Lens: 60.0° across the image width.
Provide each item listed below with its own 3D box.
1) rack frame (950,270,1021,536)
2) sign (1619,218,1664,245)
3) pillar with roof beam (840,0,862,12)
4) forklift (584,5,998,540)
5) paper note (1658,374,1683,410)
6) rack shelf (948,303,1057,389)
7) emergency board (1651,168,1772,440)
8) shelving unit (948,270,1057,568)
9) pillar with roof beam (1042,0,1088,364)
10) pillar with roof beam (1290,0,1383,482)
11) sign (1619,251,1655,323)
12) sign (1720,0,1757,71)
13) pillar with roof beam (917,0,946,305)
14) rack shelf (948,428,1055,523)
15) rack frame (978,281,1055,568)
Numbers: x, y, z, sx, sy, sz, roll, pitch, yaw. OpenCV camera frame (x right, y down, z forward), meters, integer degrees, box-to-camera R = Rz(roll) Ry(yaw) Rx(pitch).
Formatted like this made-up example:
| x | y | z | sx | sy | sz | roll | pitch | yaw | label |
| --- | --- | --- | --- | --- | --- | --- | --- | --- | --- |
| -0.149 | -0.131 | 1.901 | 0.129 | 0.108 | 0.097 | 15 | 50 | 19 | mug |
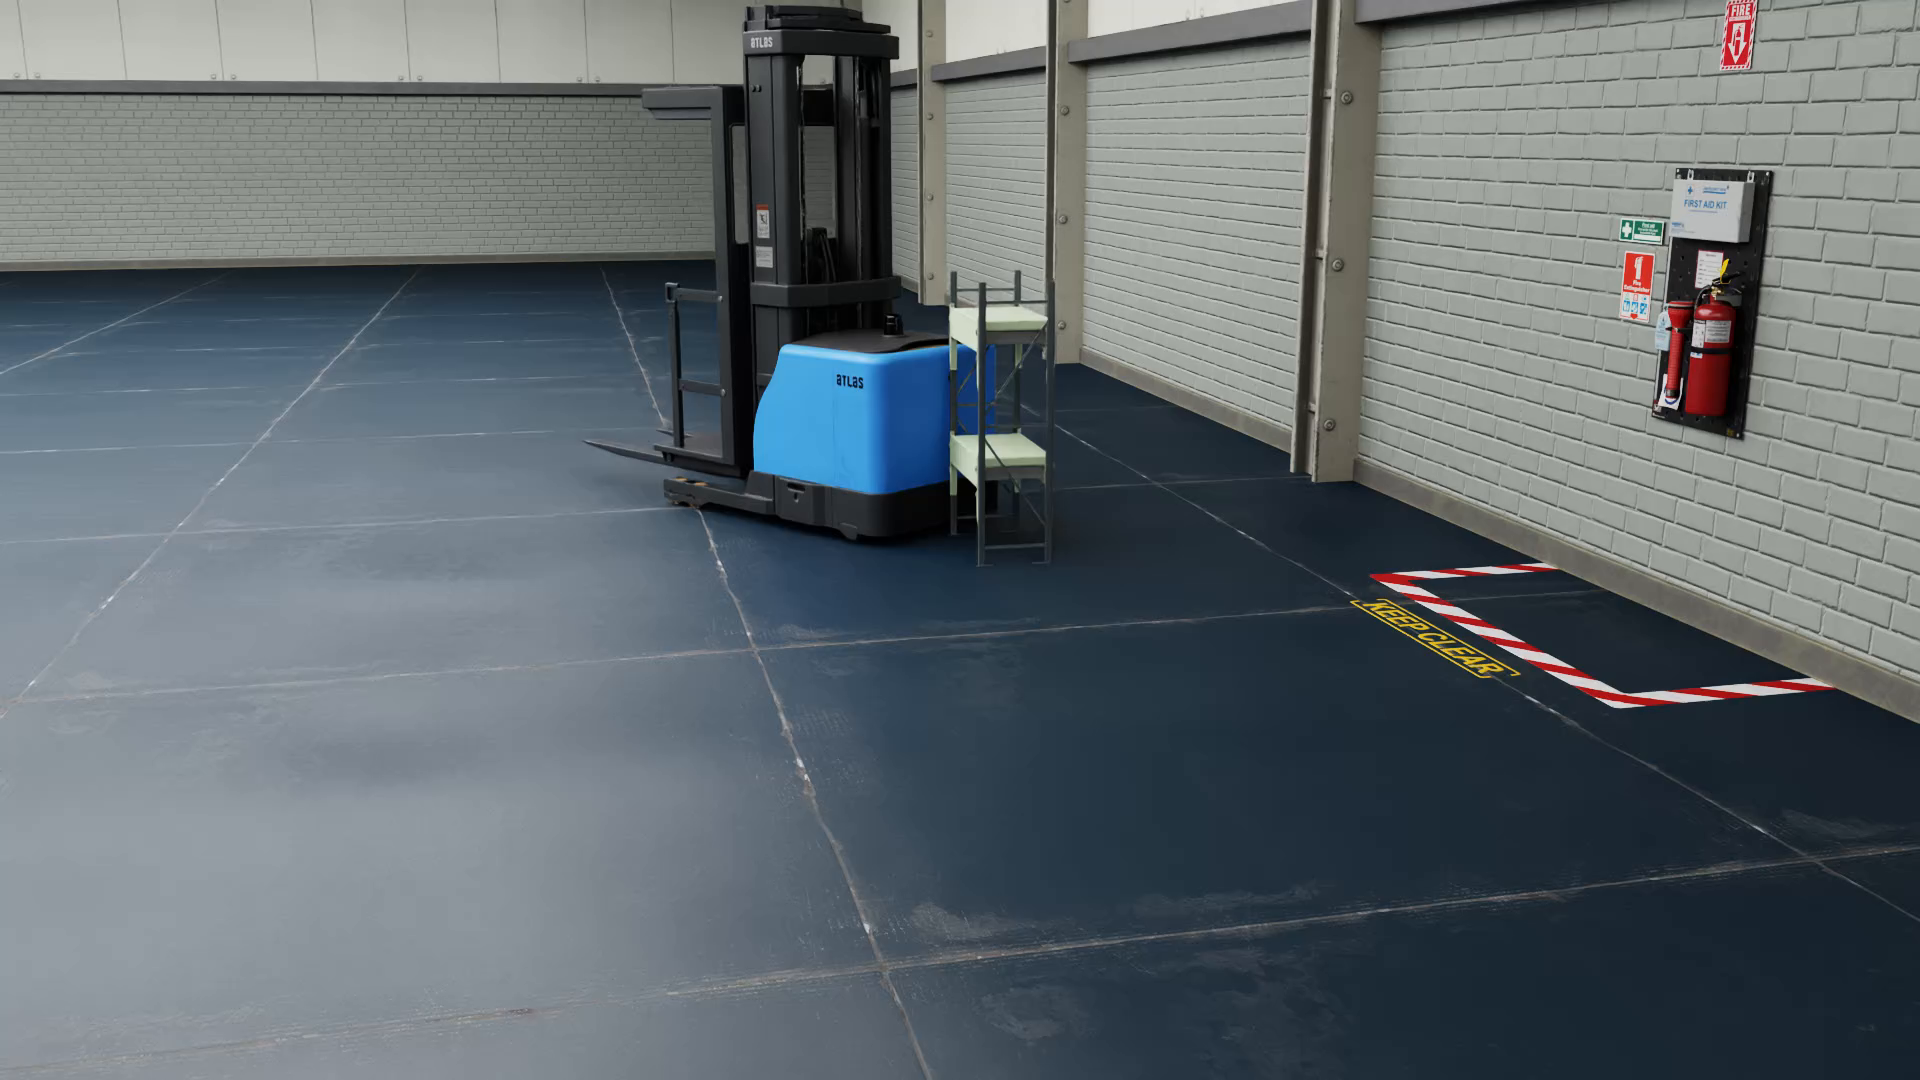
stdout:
| x | y | z | sx | sy | sz | roll | pitch | yaw | label |
| --- | --- | --- | --- | --- | --- | --- | --- | --- | --- |
| 0.143 | -0.763 | 9.390 | 0.400 | 1.500 | 0.023 | -3 | 14 | -11 | rack frame |
| 3.277 | -1.487 | 8.000 | 0.001 | 0.109 | 0.331 | -3 | 14 | -13 | sign |
| -5.964 | -8.719 | 26.153 | 9.100 | 9.000 | 0.400 | -3 | 14 | -13 | pillar with roof beam |
| -1.203 | -1.694 | 10.184 | 3.031 | 2.935 | 1.130 | 12 | 18 | 41 | forklift |
| 3.339 | -0.697 | 7.815 | 0.016 | 0.148 | 0.142 | -3 | 14 | -13 | paper note |
| 0.218 | -1.057 | 8.950 | 0.431 | 0.370 | 0.720 | -3 | 14 | -11 | rack shelf |
| 3.314 | -1.080 | 7.527 | 0.194 | 1.169 | 0.643 | -3 | 14 | -13 | emergency board |
| 0.218 | -0.678 | 9.042 | 0.431 | 1.500 | 0.755 | -3 | 14 | -11 | shelving unit |
| -3.146 | -5.950 | 14.822 | 9.100 | 9.000 | 0.400 | -3 | 14 | -13 | pillar with roof beam |
| -1.737 | -4.566 | 9.157 | 9.100 | 9.000 | 0.400 | -3 | 14 | -13 | pillar with roof beam |
| 3.284 | -1.231 | 8.069 | 0.001 | 0.329 | 0.234 | -3 | 14 | -13 | sign |
| 3.409 | -2.214 | 7.283 | 0.001 | 0.298 | 0.199 | -3 | 14 | -13 | sign |
| -4.555 | -7.335 | 20.488 | 9.100 | 9.000 | 0.400 | -3 | 14 | -13 | pillar with roof beam |
| 0.218 | -0.361 | 9.120 | 0.431 | 0.370 | 0.720 | -3 | 14 | -11 | rack shelf |
| 0.293 | -0.593 | 8.694 | 0.400 | 1.500 | 0.023 | -3 | 14 | -11 | rack frame |
